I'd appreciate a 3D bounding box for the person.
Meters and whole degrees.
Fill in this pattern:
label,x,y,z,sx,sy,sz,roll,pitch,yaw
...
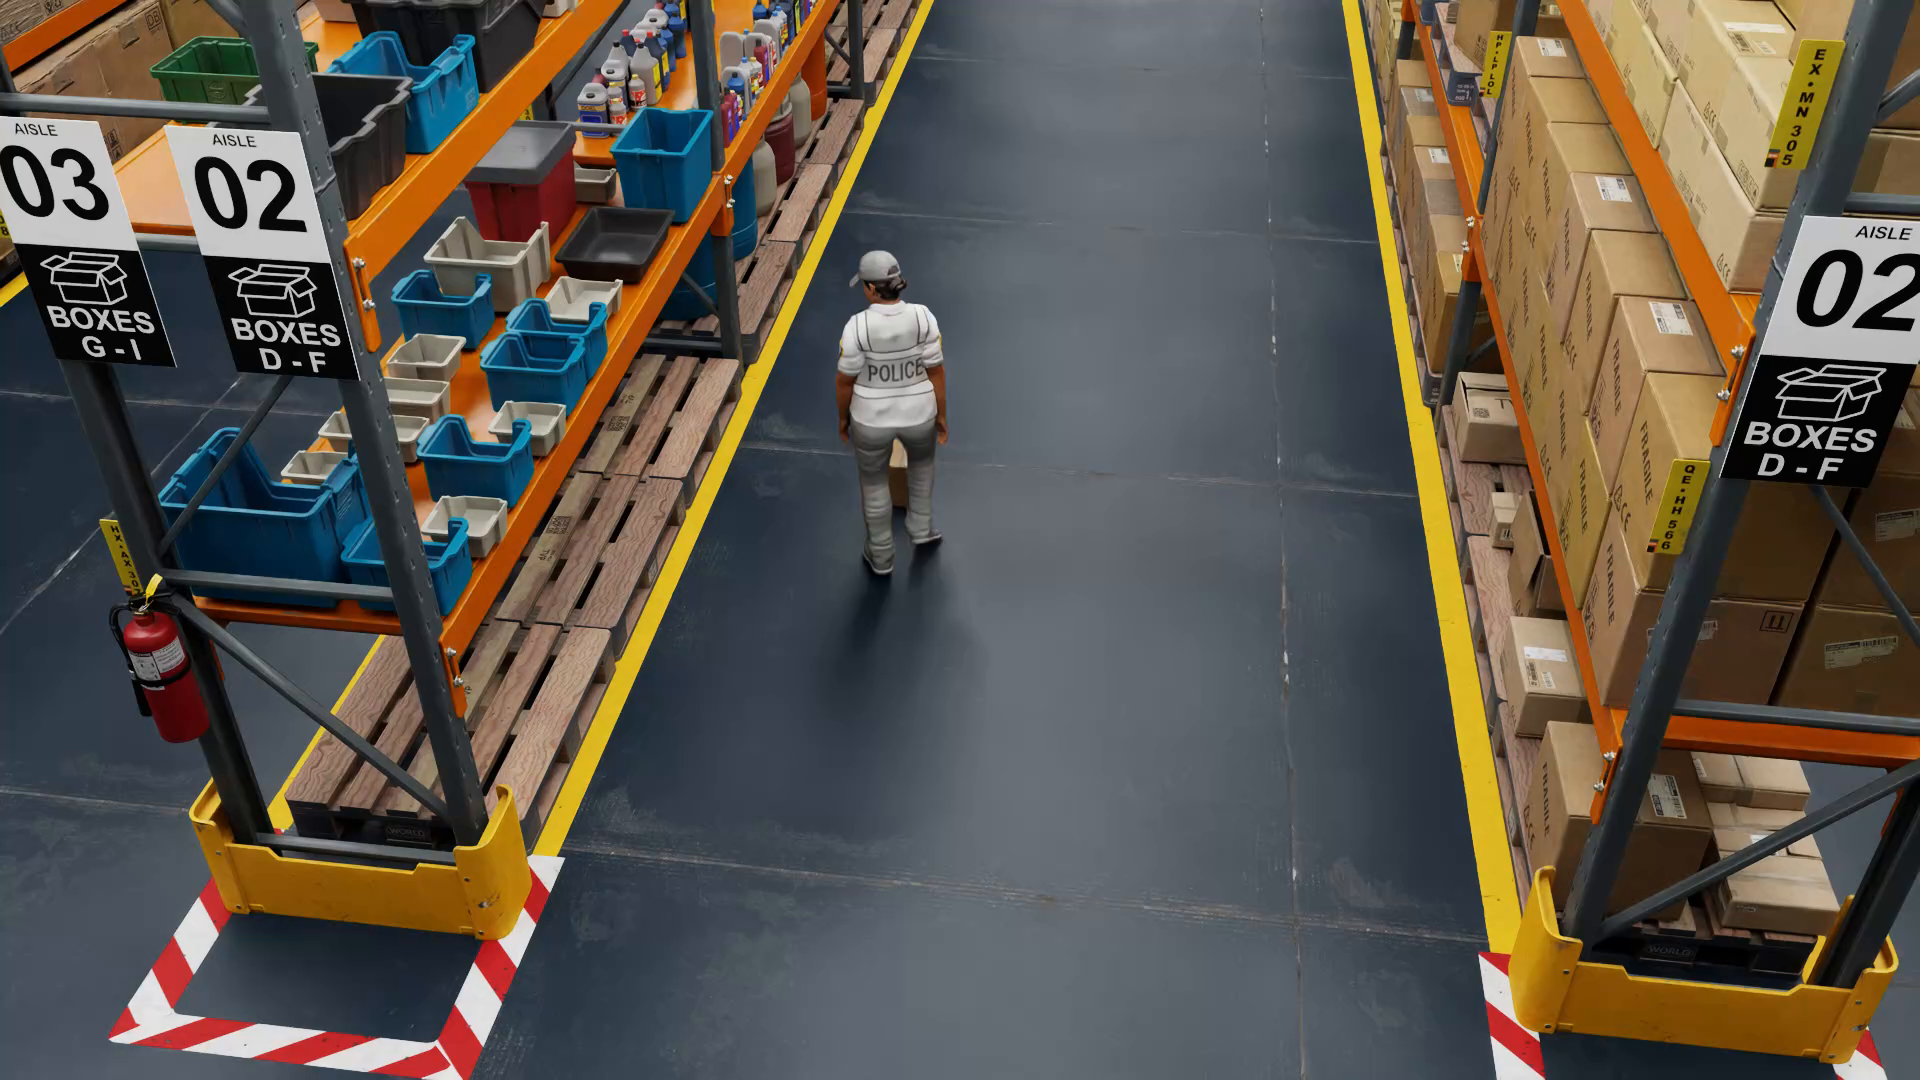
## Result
label,x,y,z,sx,sy,sz,roll,pitch,yaw
person,-0.320,-0.567,7.829,0.529,1.714,0.423,-8,37,-11
